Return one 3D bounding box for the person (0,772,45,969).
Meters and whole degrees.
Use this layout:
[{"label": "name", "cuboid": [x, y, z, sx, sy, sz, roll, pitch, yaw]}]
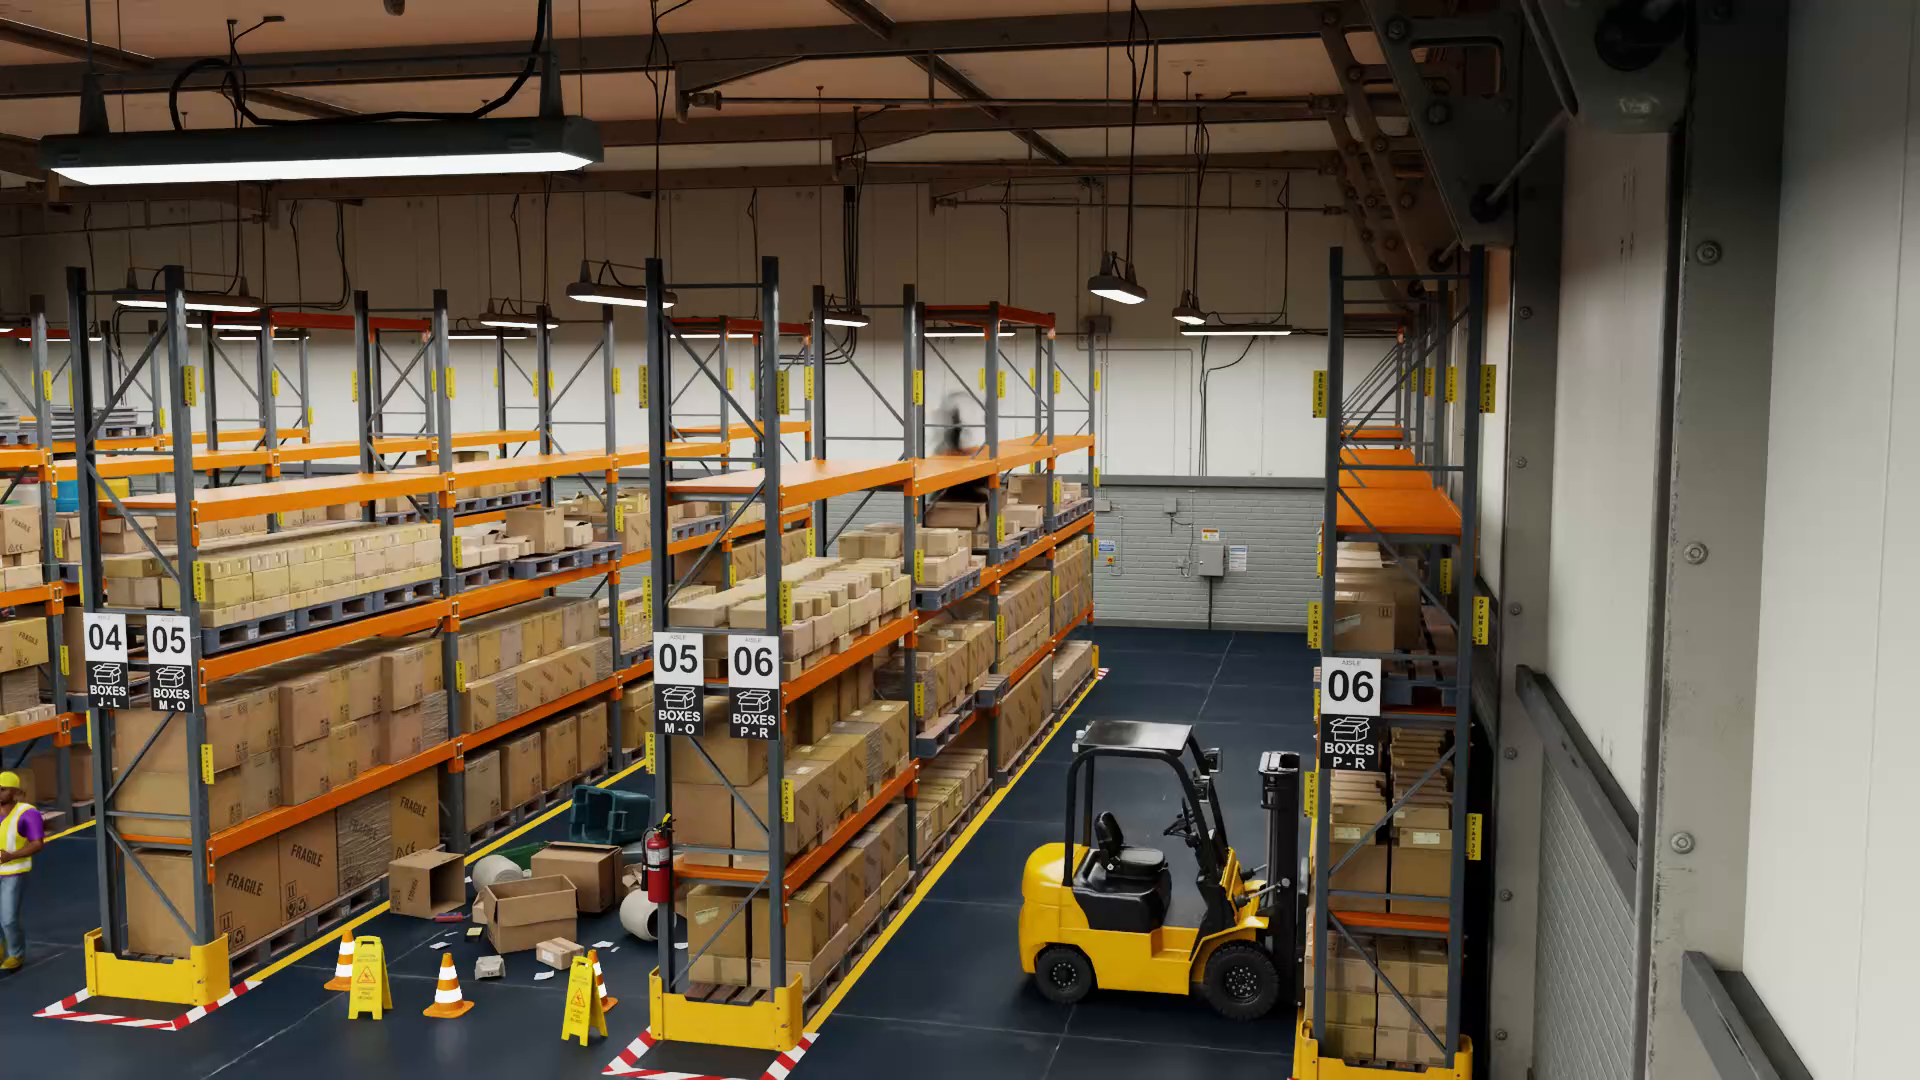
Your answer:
[{"label": "person", "cuboid": [-8.229, 2.854, 14.277, 0.680, 1.715, 0.600, 0, 6, -2]}]
